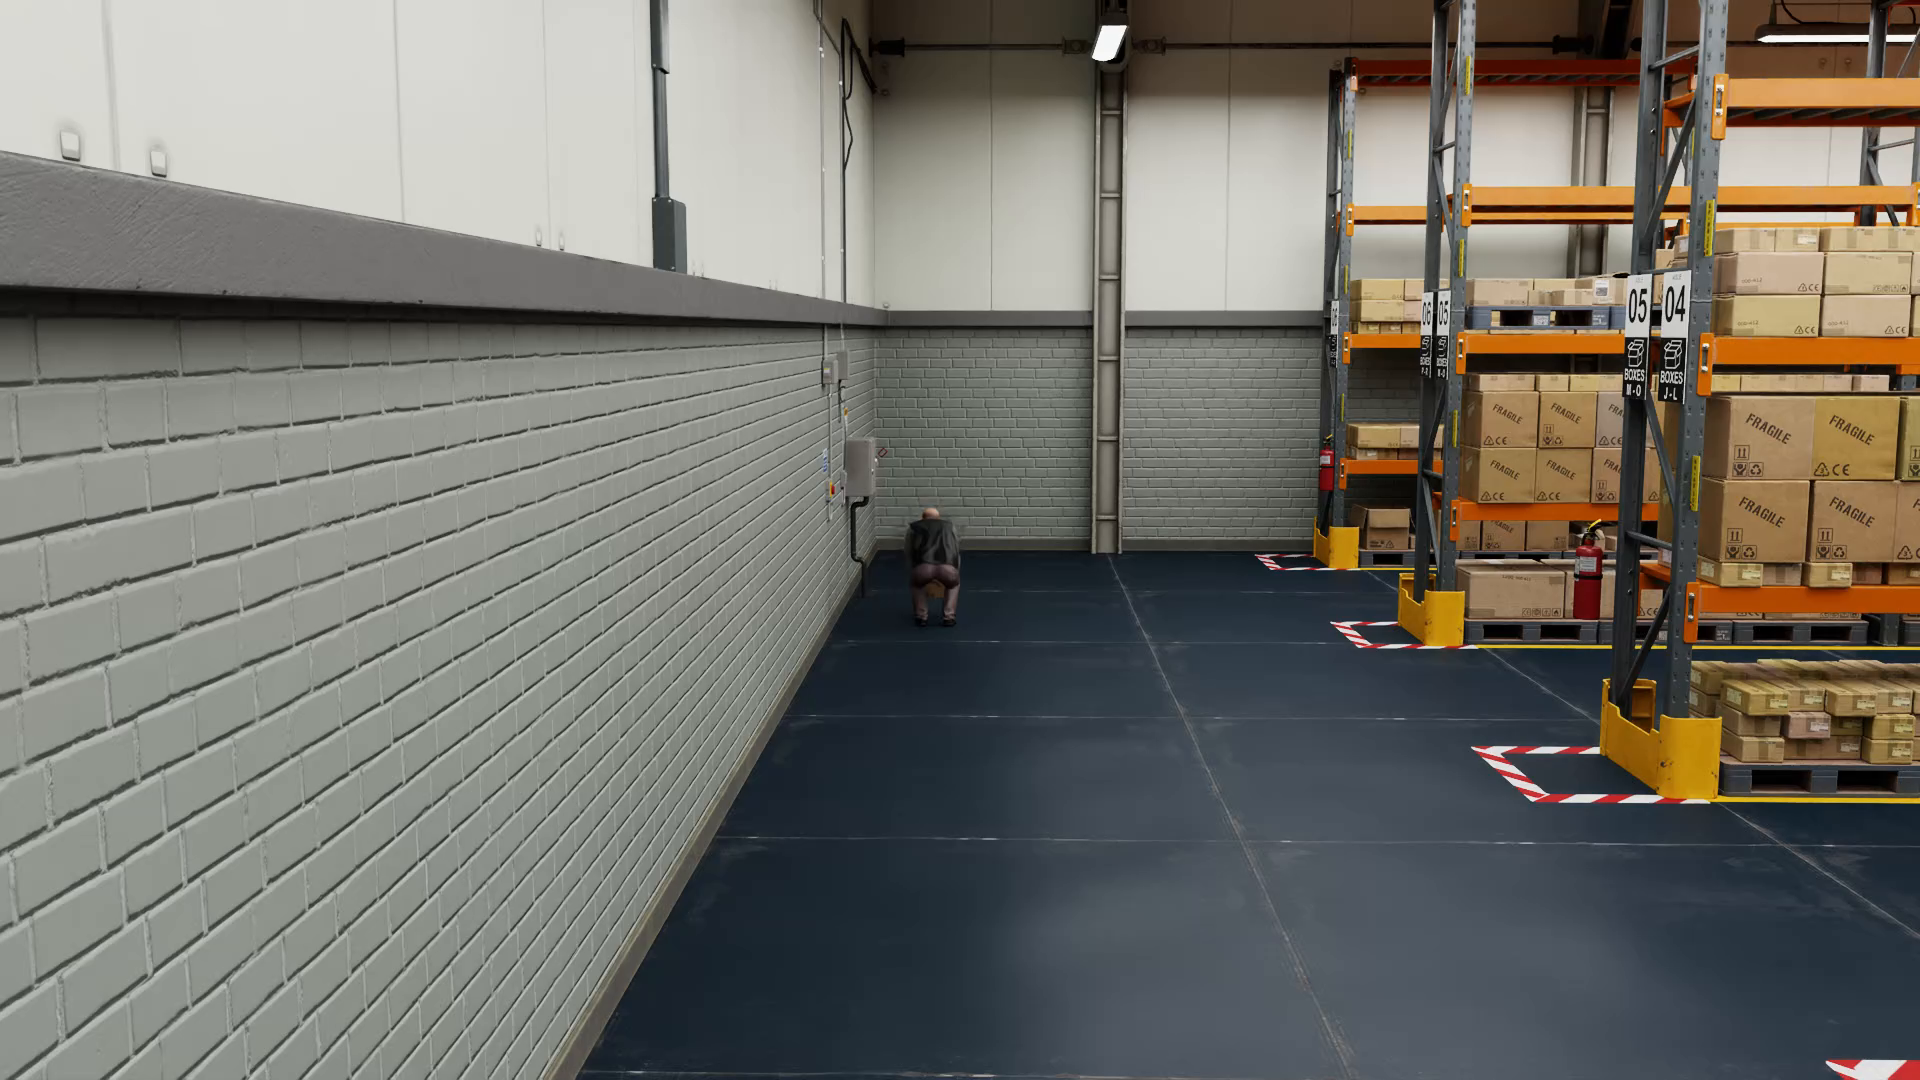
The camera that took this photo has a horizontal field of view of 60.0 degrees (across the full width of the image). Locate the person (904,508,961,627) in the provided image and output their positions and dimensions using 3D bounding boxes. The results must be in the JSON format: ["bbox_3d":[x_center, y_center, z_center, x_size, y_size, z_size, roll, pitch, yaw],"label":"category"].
[{"bbox_3d":[-0.279,0.267,16.232,0.560,1.104,0.824,0,7,1],"label":"person"}]
